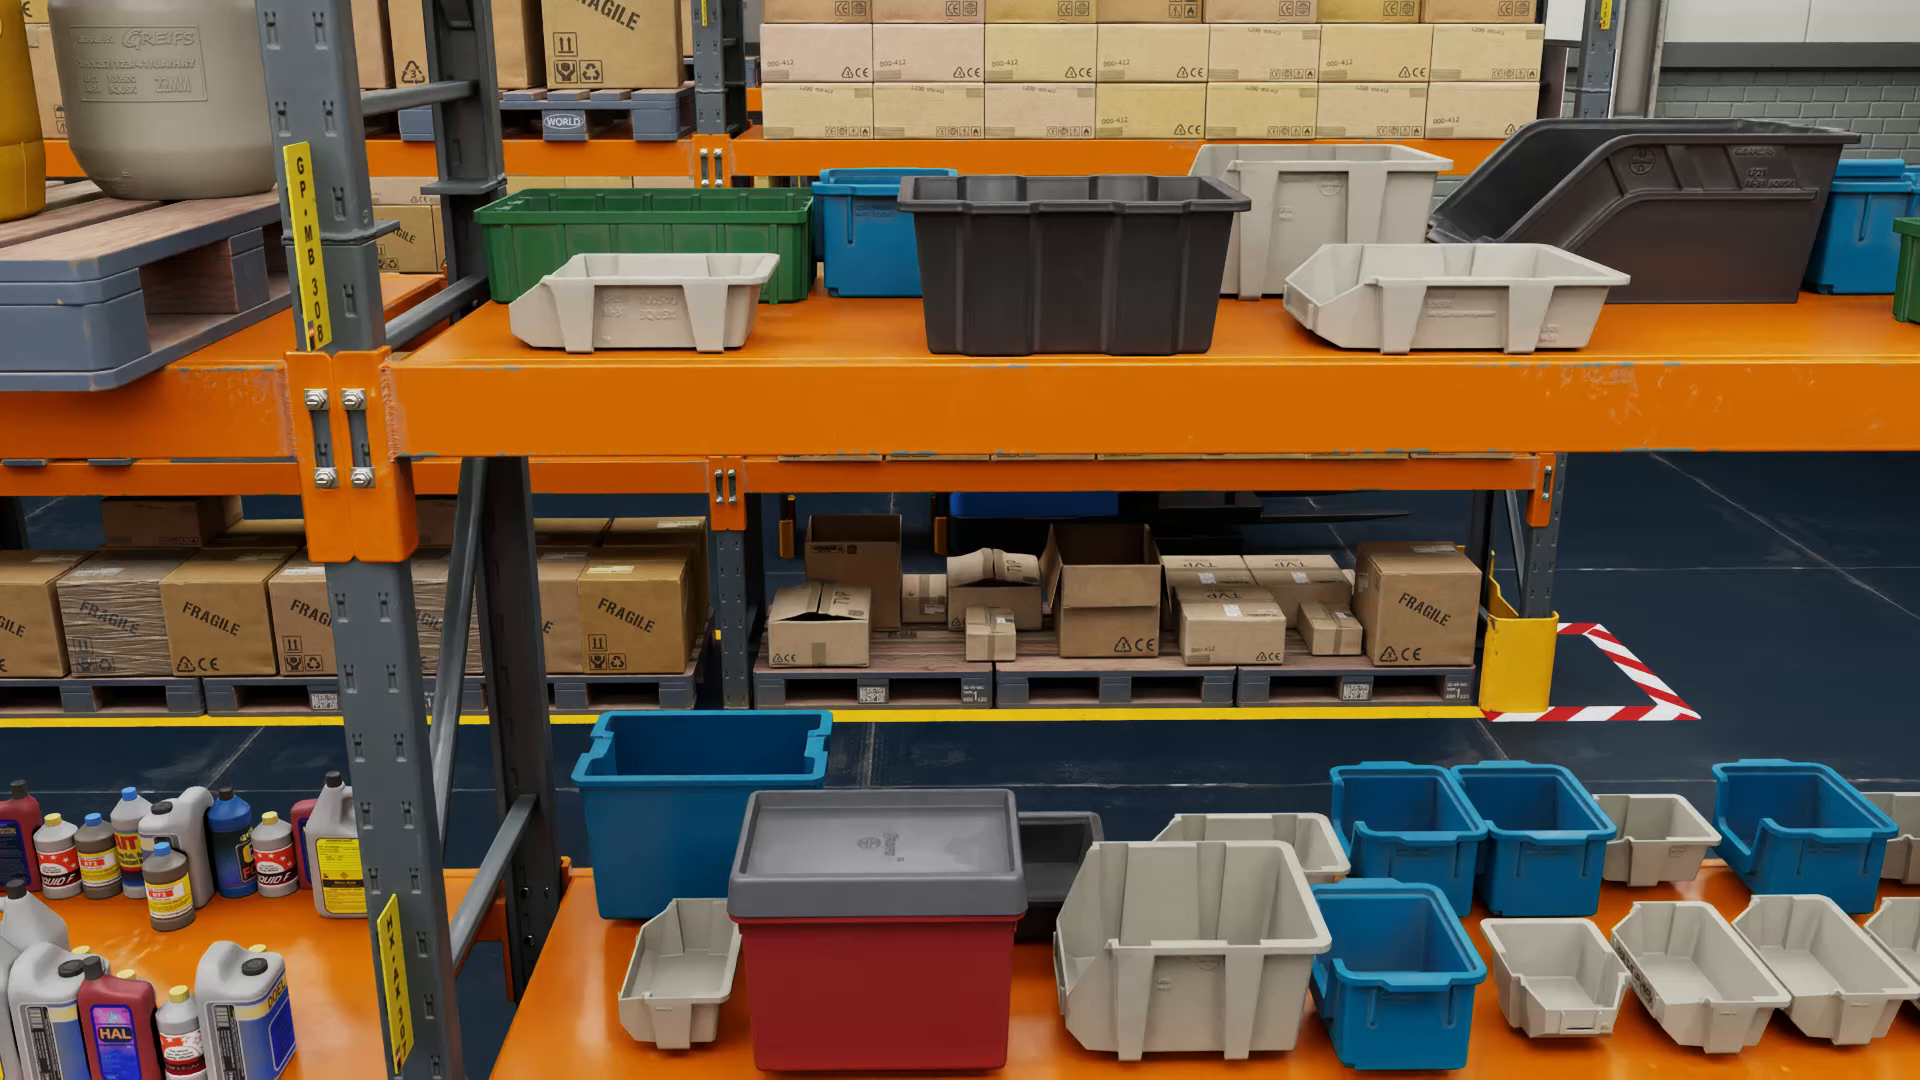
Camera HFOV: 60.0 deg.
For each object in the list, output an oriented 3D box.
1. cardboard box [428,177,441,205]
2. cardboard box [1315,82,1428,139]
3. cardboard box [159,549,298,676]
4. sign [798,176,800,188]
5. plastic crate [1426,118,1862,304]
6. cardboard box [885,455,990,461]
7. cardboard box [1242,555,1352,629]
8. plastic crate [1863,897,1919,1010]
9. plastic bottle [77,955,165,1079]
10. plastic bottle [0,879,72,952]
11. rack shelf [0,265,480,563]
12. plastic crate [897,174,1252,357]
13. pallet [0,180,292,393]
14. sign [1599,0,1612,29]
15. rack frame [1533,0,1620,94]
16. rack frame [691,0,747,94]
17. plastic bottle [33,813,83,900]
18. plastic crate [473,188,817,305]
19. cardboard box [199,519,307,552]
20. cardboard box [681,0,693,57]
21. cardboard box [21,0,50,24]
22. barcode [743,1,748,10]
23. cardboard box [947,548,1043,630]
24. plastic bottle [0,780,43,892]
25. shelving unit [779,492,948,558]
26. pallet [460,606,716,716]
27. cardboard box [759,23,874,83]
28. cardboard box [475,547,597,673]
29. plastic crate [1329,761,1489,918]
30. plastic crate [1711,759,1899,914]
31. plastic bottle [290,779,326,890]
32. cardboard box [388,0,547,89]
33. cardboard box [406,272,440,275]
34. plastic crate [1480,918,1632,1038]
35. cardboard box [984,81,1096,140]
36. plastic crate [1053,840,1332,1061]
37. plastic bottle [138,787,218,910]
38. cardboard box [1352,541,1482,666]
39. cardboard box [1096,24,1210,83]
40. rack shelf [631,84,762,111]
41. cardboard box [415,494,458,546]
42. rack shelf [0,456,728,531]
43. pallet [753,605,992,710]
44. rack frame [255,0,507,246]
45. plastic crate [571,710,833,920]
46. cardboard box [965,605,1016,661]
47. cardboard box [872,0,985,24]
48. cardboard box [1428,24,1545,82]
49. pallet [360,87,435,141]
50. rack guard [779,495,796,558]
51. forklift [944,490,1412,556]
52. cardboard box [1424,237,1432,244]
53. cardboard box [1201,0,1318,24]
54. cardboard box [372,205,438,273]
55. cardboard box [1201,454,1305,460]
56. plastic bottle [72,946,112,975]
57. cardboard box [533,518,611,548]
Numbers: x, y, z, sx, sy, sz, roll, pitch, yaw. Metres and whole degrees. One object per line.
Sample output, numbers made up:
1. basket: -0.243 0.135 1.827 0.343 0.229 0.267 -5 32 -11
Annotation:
1. cardboard box: -3.719 -2.700 12.643 0.500 0.250 0.500 0 18 0
2. cardboard box: 1.857 -2.015 7.753 0.500 0.250 0.500 0 18 -1
3. cardboard box: -3.648 0.359 8.389 0.500 0.500 0.500 -1 18 -2
4. sign: -1.197 -2.582 12.419 0.005 0.325 0.100 0 18 -1
5. plastic crate: 1.409 -0.703 3.518 0.767 0.338 0.504 0 18 -1
6. cardboard box: -0.107 -0.691 8.128 0.500 0.500 0.500 0 18 0
7. cardboard box: 1.818 0.278 9.051 0.500 0.250 0.500 0 18 -1
8. plastic crate: 2.128 0.929 3.575 0.243 0.136 0.396 0 18 -1
9. plastic bottle: -1.678 0.963 3.325 0.133 0.283 0.061 0 18 -1
10. plastic bottle: -1.975 0.876 3.487 0.185 0.351 0.144 0 18 -1
11. rack shelf: -3.059 -0.284 3.290 4.000 0.370 1.077 0 18 -1
12. plastic crate: 0.188 -0.496 2.987 0.590 0.269 0.497 0 18 -1
13. pallet: -1.841 -0.513 3.134 1.003 0.211 1.213 0 18 -1
14. sign: 2.855 -2.420 7.322 0.005 0.325 0.100 0 18 -1
15. rack frame: 2.866 -3.597 7.528 0.127 3.000 1.000 0 18 -1
16. rack frame: -1.133 -3.577 7.468 0.127 3.000 1.000 0 18 -1
17. plastic bottle: -2.205 0.767 4.070 0.097 0.201 0.097 0 18 0
18. plastic crate: -0.640 -0.630 3.536 0.662 0.188 0.450 0 18 -1
19. cardboard box: -3.684 0.201 8.883 0.500 0.500 0.500 -1 18 -3
20. cardboard box: -2.097 -3.948 12.651 0.500 0.500 0.700 -1 18 -4
21. cardboard box: -4.187 -2.656 7.706 0.500 0.500 0.500 0 18 -1
22. barcode: -1.670 -4.116 12.814 0.075 0.075 0.001 1 18 4
23. cardboard box: 0.182 0.257 9.017 0.500 0.311 0.500 0 18 -1
24. plastic bottle: -2.320 0.723 4.073 0.133 0.283 0.061 0 18 -1
25. shelving unit: -0.634 -0.696 10.763 1.083 1.500 0.587 -1 18 -4
26. pallet: -1.946 0.622 8.762 1.213 0.211 1.003 0 18 -1
27. cardboard box: -0.643 -2.242 7.643 0.500 0.250 0.500 0 18 -1
28. cardboard box: -2.117 0.350 8.419 0.500 0.500 0.500 0 18 -1
29. plastic crate: 1.072 0.732 4.030 0.300 0.233 0.416 0 18 -1
30. plastic crate: 2.030 0.728 4.044 0.300 0.233 0.416 0 18 -1
31. plastic bottle: -1.566 0.720 4.084 0.133 0.283 0.061 0 18 -1
32. cardboard box: -2.306 -2.454 7.862 0.600 0.600 0.600 0 18 -1
33. cardboard box: -4.113 -2.048 12.900 0.250 0.149 0.380 0 18 -1
34. plastic crate: 1.264 0.942 3.534 0.250 0.136 0.298 0 18 -1
35. cardboard box: 0.357 -2.008 7.730 0.500 0.250 0.500 0 18 -1
36. plastic crate: 0.471 0.869 3.524 0.530 0.282 0.437 0 18 -1
37. plastic bottle: -1.894 0.739 4.037 0.135 0.276 0.152 0 18 -1
38. cardboard box: 2.326 0.318 8.516 0.500 0.500 0.500 0 18 -1
39. cardboard box: 0.857 -2.247 7.657 0.500 0.250 0.500 0 18 -1
40. rack shelf: -3.215 -3.310 12.722 4.000 0.370 1.077 0 18 -1
41. cardboard box: -2.621 -0.164 8.794 0.500 0.250 0.500 0 18 -1
42. rack shelf: -3.133 -0.369 8.464 4.000 0.370 1.077 0 18 -1
43. pallet: -0.447 0.604 8.819 1.213 0.211 1.003 0 18 -1
44. rack frame: -1.059 -2.065 2.752 0.127 3.000 1.000 0 18 -1
45. plastic crate: -0.597 0.665 3.993 0.575 0.384 0.392 0 18 -1
46. cardboard box: 0.155 0.476 8.572 0.250 0.166 0.380 0 18 -1
47. cardboard box: -0.146 -2.646 7.674 0.500 0.500 0.700 0 18 -1
48. cardboard box: 2.357 -2.255 7.682 0.500 0.250 0.500 0 18 -1
49. pallet: -2.823 -2.072 7.993 1.003 0.211 1.213 0 18 -1
50. rack guard: -1.131 -0.091 10.922 0.087 0.250 0.587 -1 18 -4
51. forklift: 1.417 -1.425 10.691 3.031 2.935 1.130 -1 18 -4
52. cardboard box: 2.426 -1.178 8.008 0.500 0.500 0.500 0 18 -1
53. cardboard box: 1.353 -2.673 7.758 0.500 0.500 0.700 0 18 -1
54. cardboard box: -4.201 -2.337 12.739 0.500 0.500 0.500 0 18 1
55. cardboard box: 1.405 -0.698 8.150 0.500 0.500 0.500 0 18 0
56. plastic bottle: -1.834 0.951 3.498 0.097 0.201 0.097 0 18 0
57. cardboard box: -2.154 0.194 8.905 0.500 0.500 0.500 0 18 0
